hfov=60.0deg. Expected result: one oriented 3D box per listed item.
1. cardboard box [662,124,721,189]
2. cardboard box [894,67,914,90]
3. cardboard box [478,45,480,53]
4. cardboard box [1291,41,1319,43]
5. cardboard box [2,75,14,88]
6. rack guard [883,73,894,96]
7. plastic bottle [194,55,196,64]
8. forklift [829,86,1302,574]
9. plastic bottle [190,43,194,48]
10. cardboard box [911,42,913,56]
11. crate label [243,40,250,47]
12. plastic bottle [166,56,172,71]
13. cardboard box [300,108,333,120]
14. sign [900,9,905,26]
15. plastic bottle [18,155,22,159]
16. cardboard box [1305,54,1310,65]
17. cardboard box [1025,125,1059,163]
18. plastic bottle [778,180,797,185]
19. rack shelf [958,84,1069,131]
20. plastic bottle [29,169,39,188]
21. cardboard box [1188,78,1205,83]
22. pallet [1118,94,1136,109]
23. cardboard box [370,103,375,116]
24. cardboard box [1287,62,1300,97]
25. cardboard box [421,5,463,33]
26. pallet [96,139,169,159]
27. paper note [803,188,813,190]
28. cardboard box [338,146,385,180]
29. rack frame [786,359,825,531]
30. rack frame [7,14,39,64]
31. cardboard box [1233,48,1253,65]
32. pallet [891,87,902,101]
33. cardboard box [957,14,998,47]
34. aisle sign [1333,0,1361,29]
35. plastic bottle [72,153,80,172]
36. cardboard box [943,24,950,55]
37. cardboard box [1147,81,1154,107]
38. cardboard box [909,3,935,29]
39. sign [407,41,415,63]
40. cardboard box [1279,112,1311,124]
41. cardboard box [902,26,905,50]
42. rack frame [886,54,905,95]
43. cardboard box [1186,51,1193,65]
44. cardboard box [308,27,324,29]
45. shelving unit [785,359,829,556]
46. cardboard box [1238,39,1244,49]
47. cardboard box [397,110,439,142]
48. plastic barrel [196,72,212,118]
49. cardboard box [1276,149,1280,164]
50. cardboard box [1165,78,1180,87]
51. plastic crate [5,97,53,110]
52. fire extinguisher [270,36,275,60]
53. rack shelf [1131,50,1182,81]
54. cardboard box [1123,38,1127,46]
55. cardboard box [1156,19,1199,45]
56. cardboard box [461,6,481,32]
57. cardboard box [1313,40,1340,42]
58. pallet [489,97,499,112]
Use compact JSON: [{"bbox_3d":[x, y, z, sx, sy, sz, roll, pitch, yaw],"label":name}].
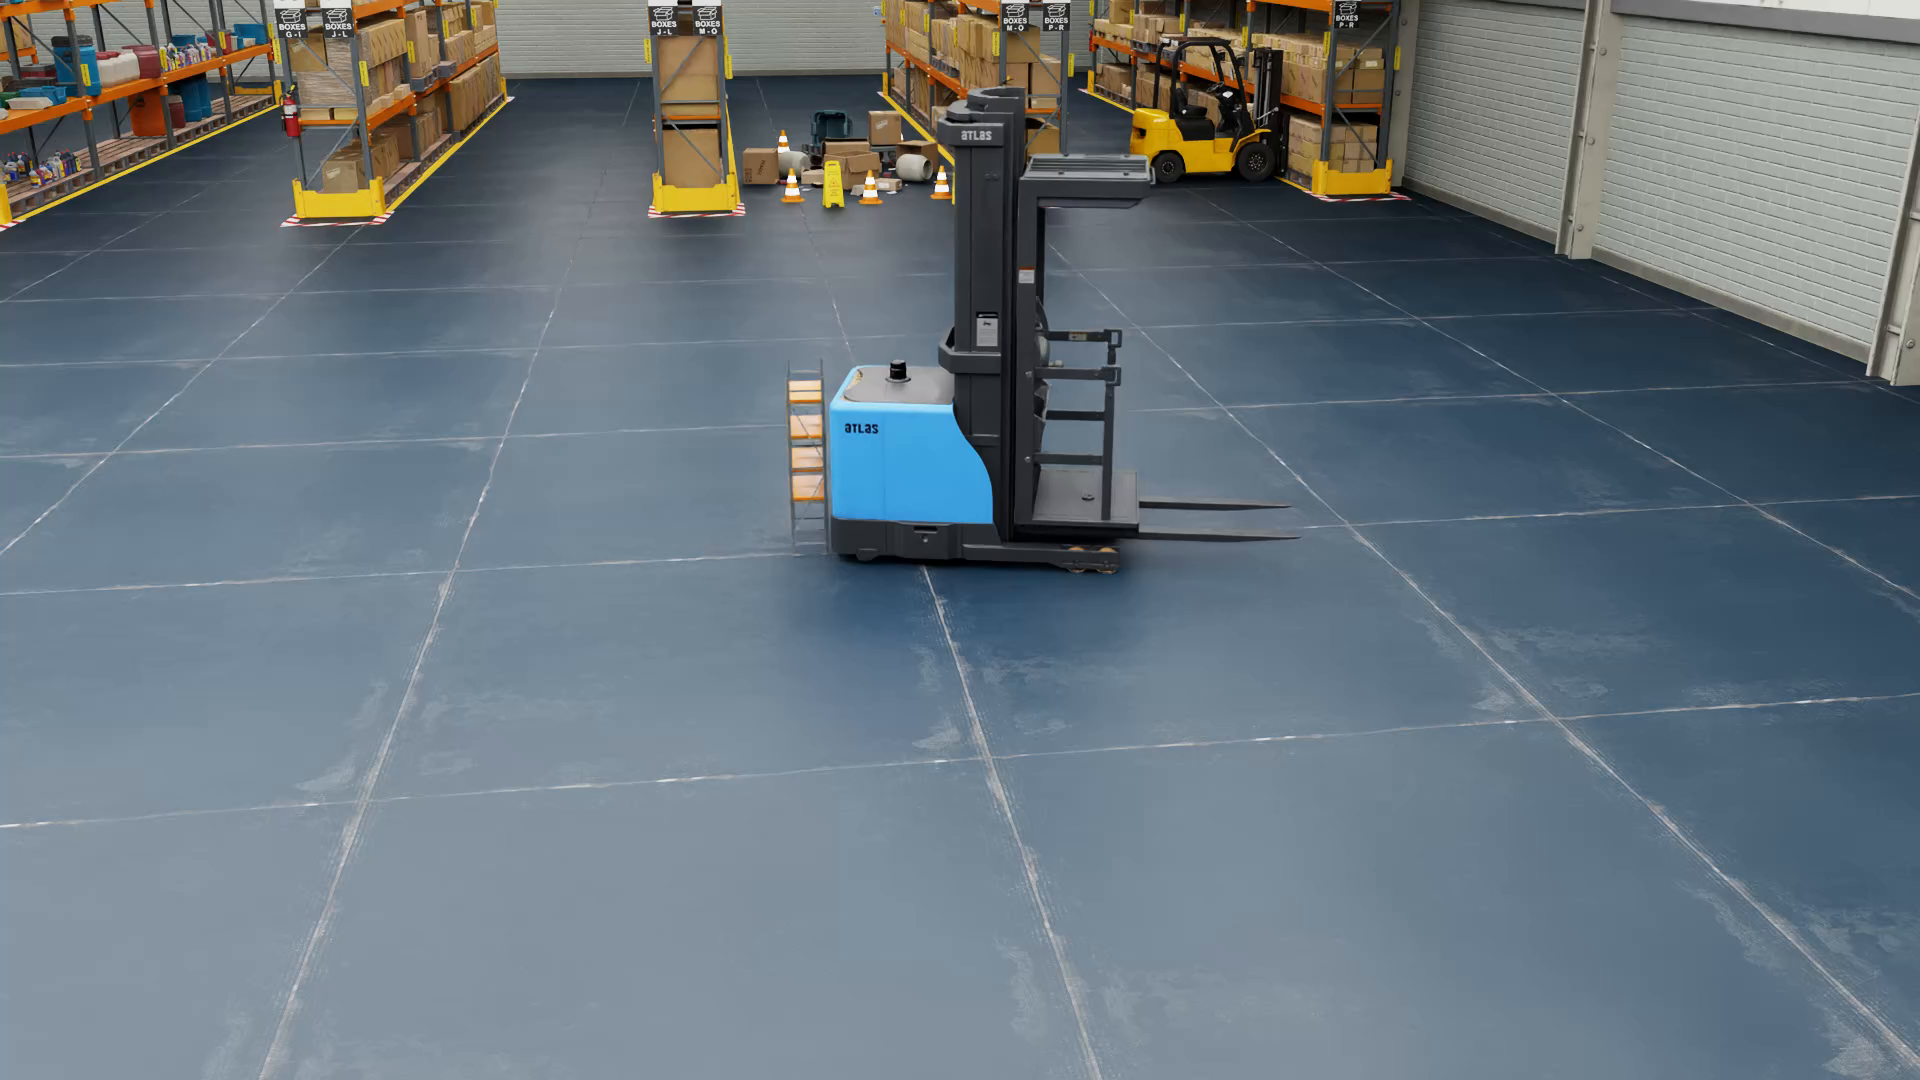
[{"bbox_3d":[-3.978,-5.630,24.438,0.875,0.875,0.875,-3,21,-7],"label":"cardboard box"},{"bbox_3d":[-1.043,-10.794,38.891,0.875,0.438,0.875,-4,21,-10],"label":"cardboard box"},{"bbox_3d":[-10.219,-10.229,34.675,0.380,0.149,0.250,-4,21,-10],"label":"cardboard box"},{"bbox_3d":[5.493,-7.867,26.498,0.380,0.149,0.250,-3,21,-7],"label":"cardboard box"},{"bbox_3d":[-20.525,-9.882,36.331,0.500,0.500,0.500,-3,21,-8],"label":"cardboard box"},{"bbox_3d":[-1.241,-10.858,39.574,1.175,0.500,0.348,-3,21,-8],"label":"rack guard"},{"bbox_3d":[-14.803,-9.287,32.078,0.097,0.201,0.097,0,20,0],"label":"plastic bottle"},{"bbox_3d":[0.709,-1.349,10.638,3.031,2.935,1.130,2,21,5],"label":"forklift"},{"bbox_3d":[-15.055,-9.554,32.581,0.144,0.351,0.185,-3,21,-8],"label":"plastic bottle"},{"bbox_3d":[-0.724,-10.043,34.032,0.500,0.250,0.500,-3,21,-8],"label":"cardboard box"},{"bbox_3d":[-15.557,-10.706,35.886,0.396,0.136,0.243,-3,21,-8],"label":"crate label"},{"bbox_3d":[-14.601,-8.770,30.587,0.152,0.276,0.135,-3,21,-8],"label":"plastic bottle"},{"bbox_3d":[-8.983,-5.952,23.224,0.380,0.149,0.250,-3,21,-8],"label":"cardboard box"},{"bbox_3d":[-1.210,-11.050,35.165,0.100,0.325,0.005,-3,21,-8],"label":"sign"},{"bbox_3d":[-14.530,-5.804,25.732,0.152,0.276,0.135,-2,21,-6],"label":"plastic bottle"},{"bbox_3d":[5.585,-7.456,25.822,0.380,0.149,0.250,-3,21,-8],"label":"cardboard box"},{"bbox_3d":[1.222,-6.043,25.366,0.500,0.500,0.500,-4,21,-10],"label":"cardboard box"},{"bbox_3d":[-2.724,-5.653,26.265,0.283,0.061,0.133,-11,23,-26],"label":"plastic bottle"},{"bbox_3d":[0.781,-6.837,26.262,1.077,0.370,4.000,-3,21,-8],"label":"rack shelf"},{"bbox_3d":[-13.592,-5.303,24.398,0.097,0.271,0.097,0,20,0],"label":"plastic bottle"},{"bbox_3d":[4.900,-9.391,34.118,0.380,0.149,0.250,-3,21,-9],"label":"cardboard box"},{"bbox_3d":[4.152,-9.819,37.205,1.003,0.211,1.213,-3,21,-8],"label":"pallet"},{"bbox_3d":[-8.581,-6.149,23.752,0.380,0.149,0.250,-3,21,-8],"label":"cardboard box"},{"bbox_3d":[5.510,-7.294,26.316,0.500,0.500,0.500,-3,21,-9],"label":"cardboard box"},{"bbox_3d":[-10.367,-10.432,33.284,0.797,0.503,0.637,-3,21,-9],"label":"cardboard box"},{"bbox_3d":[-14.719,-6.925,29.456,1.003,0.211,1.213,-3,21,-8],"label":"pallet"},{"bbox_3d":[-2.355,-5.419,25.684,0.144,0.017,0.142,4,21,11],"label":"paper note"},{"bbox_3d":[-9.003,-5.647,25.021,0.500,0.500,0.500,-1,21,-3],"label":"cardboard box"},{"bbox_3d":[-1.026,-0.632,11.192,0.240,1.200,0.015,-2,21,-5],"label":"rack frame"},{"bbox_3d":[-20.847,-11.023,36.442,1.000,3.000,0.127,-3,21,-8],"label":"rack frame"},{"bbox_3d":[5.080,-8.439,29.023,0.500,0.250,0.500,-3,21,-9],"label":"cardboard box"},{"bbox_3d":[-1.045,-10.442,38.872,1.003,0.211,1.213,-3,21,-8],"label":"pallet"},{"bbox_3d":[0.341,-8.358,27.309,0.700,0.500,0.500,-3,21,-8],"label":"cardboard box"},{"bbox_3d":[5.699,-7.913,24.401,0.394,0.787,0.004,-3,21,-8],"label":"aisle sign"},{"bbox_3d":[-13.820,-5.900,25.980,0.061,0.283,0.133,-2,21,-5],"label":"plastic bottle"},{"bbox_3d":[-0.019,-8.929,29.669,0.500,0.500,0.500,-4,21,-10],"label":"cardboard box"},{"bbox_3d":[4.252,-9.378,35.010,0.500,0.500,0.500,-4,21,-9],"label":"cardboard box"},{"bbox_3d":[-0.781,-10.810,34.299,0.500,0.500,0.500,-3,21,-8],"label":"cardboard box"},{"bbox_3d":[-8.778,-7.802,26.581,0.100,0.325,0.005,-3,21,-8],"label":"sign"},{"bbox_3d":[5.378,-6.780,26.983,0.500,0.250,0.500,-3,21,-9],"label":"cardboard box"},{"bbox_3d":[-0.981,-10.831,35.784,0.500,0.500,0.500,-3,21,-7],"label":"cardboard box"},{"bbox_3d":[-1.237,-12.021,39.114,1.000,3.000,0.127,-3,21,-8],"label":"rack frame"},{"bbox_3d":[4.649,-9.267,31.954,0.500,0.250,0.500,-3,21,-8],"label":"cardboard box"},{"bbox_3d":[-9.209,-7.160,24.103,0.500,0.500,0.500,-3,21,-8],"label":"cardboard box"},{"bbox_3d":[-1.005,-0.547,10.965,0.258,1.200,0.503,-2,21,-5],"label":"shelving unit"},{"bbox_3d":[5.080,-8.664,29.057,0.380,0.149,0.250,-3,21,-9],"label":"cardboard box"},{"bbox_3d":[-9.682,-7.364,29.590,0.700,0.500,0.500,-5,21,-12],"label":"cardboard box"},{"bbox_3d":[-15.307,-8.911,33.186,0.600,0.901,0.708,-3,21,-8],"label":"plastic barrel"},{"bbox_3d":[5.377,-6.313,27.162,0.500,0.250,0.500,-2,21,-6],"label":"cardboard box"},{"bbox_3d":[4.411,-9.357,34.027,0.380,0.149,0.250,-3,21,-9],"label":"cardboard box"},{"bbox_3d":[-13.731,-6.444,24.558,0.530,0.136,0.437,-3,21,-8],"label":"plastic crate"},{"bbox_3d":[-15.517,-11.136,37.387,0.296,0.674,0.183,-3,21,-8],"label":"fire extinguisher"},{"bbox_3d":[4.539,-9.858,34.352,1.077,0.370,4.000,-3,21,-8],"label":"rack shelf"},{"bbox_3d":[3.834,-11.046,36.862,0.380,0.149,0.250,-2,21,-6],"label":"cardboard box"},{"bbox_3d":[4.409,-10.304,33.769,0.797,0.503,0.637,-3,21,-9],"label":"cardboard box"},{"bbox_3d":[-10.347,-10.906,34.847,0.500,0.500,0.500,-3,21,-8],"label":"cardboard box"},{"bbox_3d":[5.907,-7.978,26.795,0.380,0.149,0.250,-2,21,-6],"label":"cardboard box"},{"bbox_3d":[-10.679,-9.520,36.405,1.003,0.211,1.213,-3,21,-8],"label":"pallet"}]
